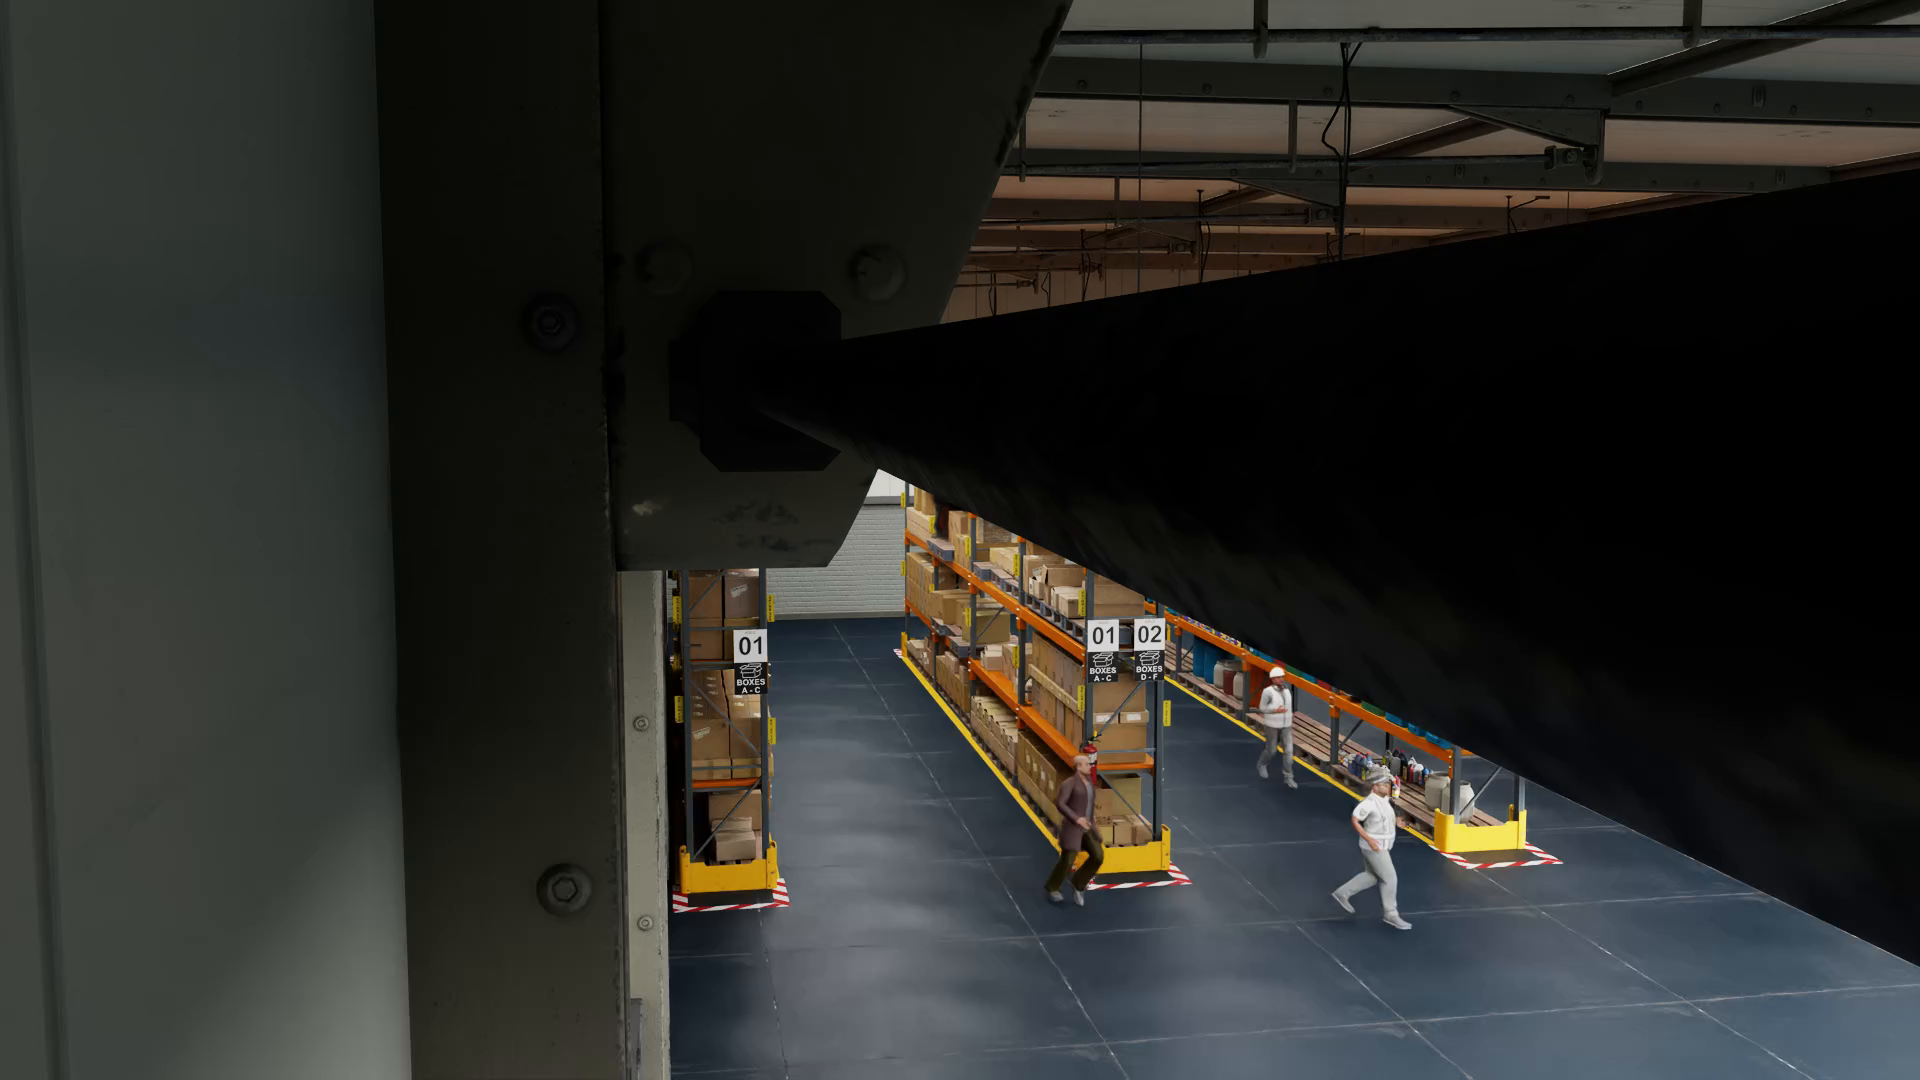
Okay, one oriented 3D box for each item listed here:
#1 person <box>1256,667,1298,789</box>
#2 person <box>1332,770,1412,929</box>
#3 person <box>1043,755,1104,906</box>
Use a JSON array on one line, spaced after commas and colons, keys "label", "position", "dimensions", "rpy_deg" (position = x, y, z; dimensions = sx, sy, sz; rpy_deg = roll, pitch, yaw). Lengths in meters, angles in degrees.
[{"label": "person", "position": [4.818, 2.807, 25.184], "dimensions": [0.661, 1.767, 0.906], "rpy_deg": [-2, 6, -21]}, {"label": "person", "position": [4.710, 3.489, 18.950], "dimensions": [0.911, 1.803, 0.647], "rpy_deg": [2, 6, 21]}, {"label": "person", "position": [1.411, 3.431, 19.746], "dimensions": [0.689, 1.766, 0.774], "rpy_deg": [6, 8, 44]}]
